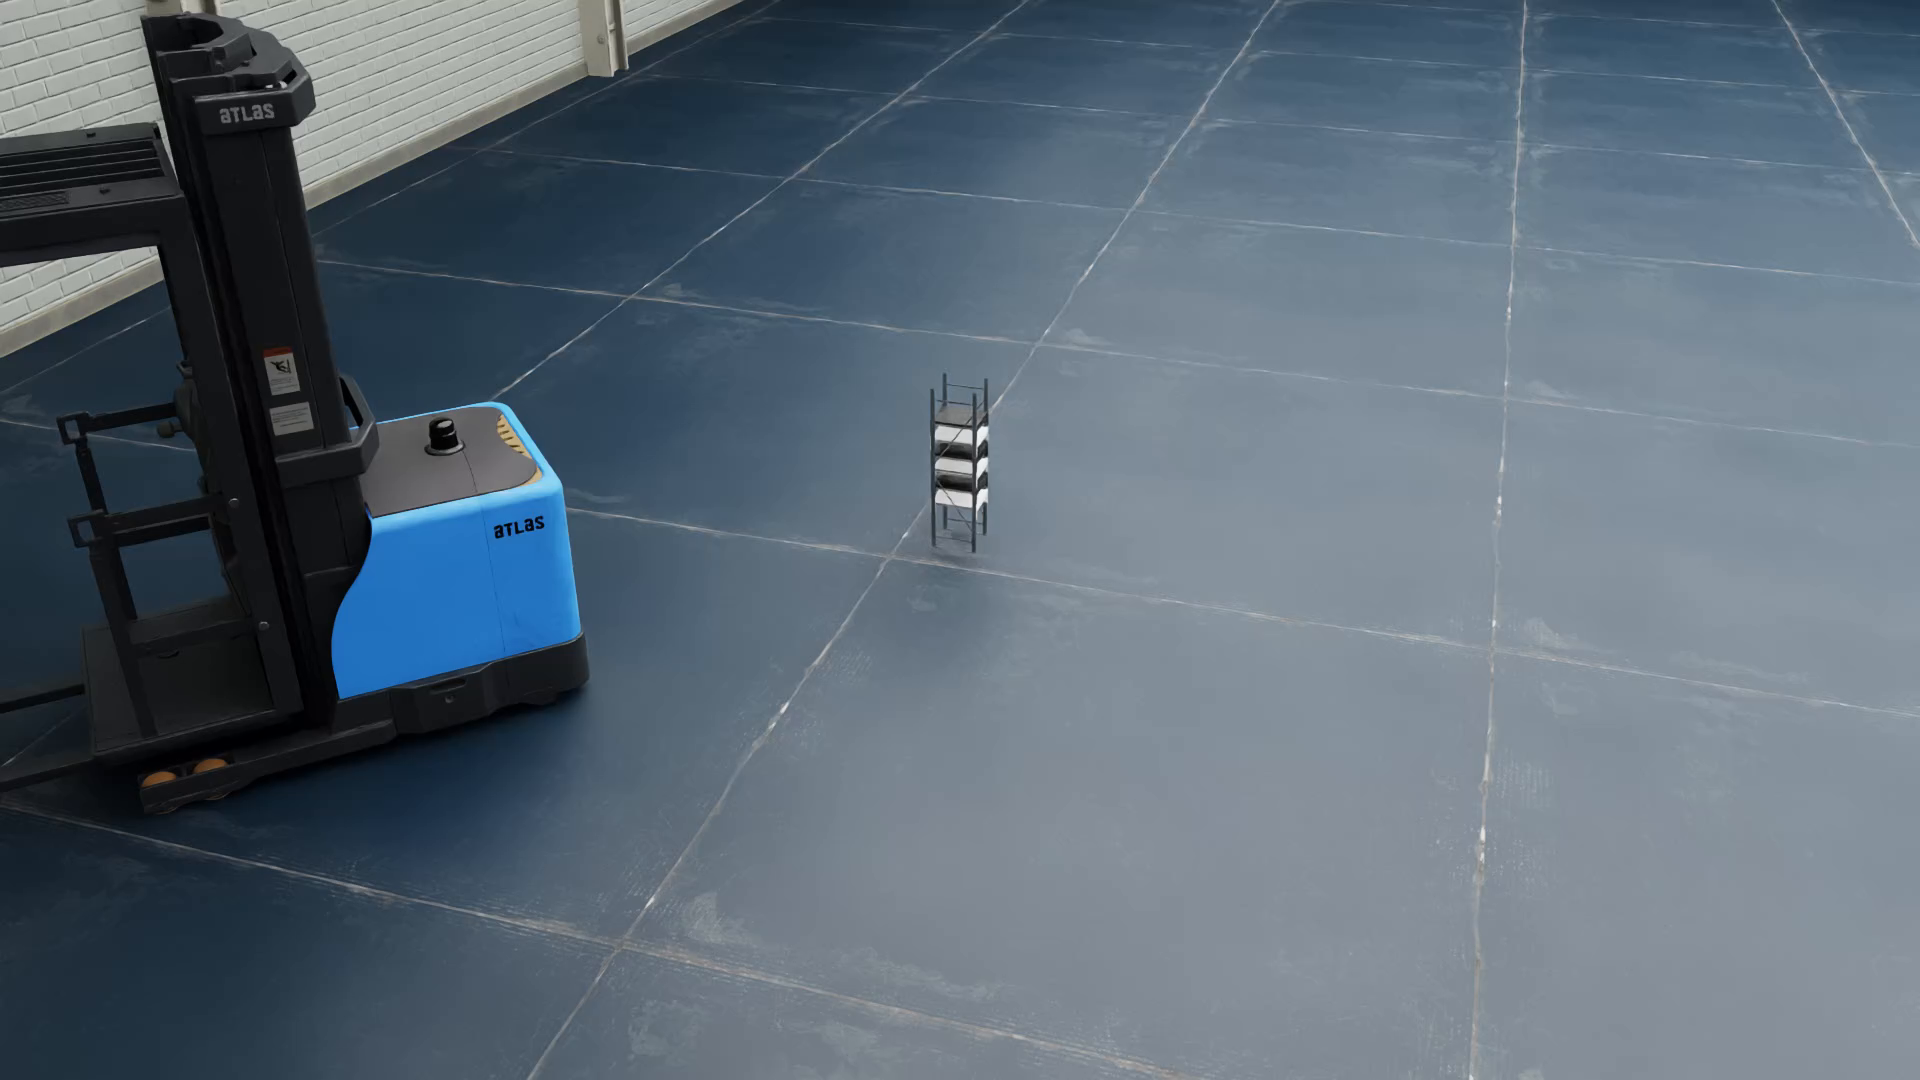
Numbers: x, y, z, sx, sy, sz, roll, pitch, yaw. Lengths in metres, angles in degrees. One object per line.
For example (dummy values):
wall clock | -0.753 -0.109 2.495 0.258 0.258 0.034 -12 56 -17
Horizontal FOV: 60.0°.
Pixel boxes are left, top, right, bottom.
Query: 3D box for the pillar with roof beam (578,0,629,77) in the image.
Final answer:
pillar with roof beam | 0.356 -8.311 14.433 9.100 9.000 0.400 8 30 15

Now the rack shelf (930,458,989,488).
rack shelf | -0.002 -0.360 8.541 0.258 0.077 0.200 8 30 15

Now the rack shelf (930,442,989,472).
rack shelf | -0.002 -0.439 8.497 0.258 0.077 0.200 8 30 15

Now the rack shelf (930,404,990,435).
rack shelf | -0.002 -0.596 8.409 0.258 0.077 0.200 8 30 15

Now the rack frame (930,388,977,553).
rack frame | -0.032 -0.342 8.440 0.240 0.900 0.006 8 30 15

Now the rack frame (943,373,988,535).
rack frame | 0.027 -0.437 8.609 0.240 0.900 0.006 8 30 15

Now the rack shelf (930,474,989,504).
rack shelf | -0.002 -0.282 8.584 0.258 0.077 0.200 8 30 15

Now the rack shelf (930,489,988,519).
rack shelf | -0.002 -0.203 8.628 0.258 0.077 0.200 8 30 15

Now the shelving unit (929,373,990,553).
shelving unit | -0.002 -0.389 8.524 0.258 0.900 0.210 8 30 15

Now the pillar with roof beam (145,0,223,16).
pillar with roof beam | -1.405 -5.522 9.420 9.100 9.000 0.400 8 30 15

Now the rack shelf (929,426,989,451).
rack shelf | -0.002 -0.518 8.453 0.258 0.077 0.200 8 30 15

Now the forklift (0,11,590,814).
forklift | -3.218 -0.463 6.568 3.031 2.935 1.130 -14 32 -24
